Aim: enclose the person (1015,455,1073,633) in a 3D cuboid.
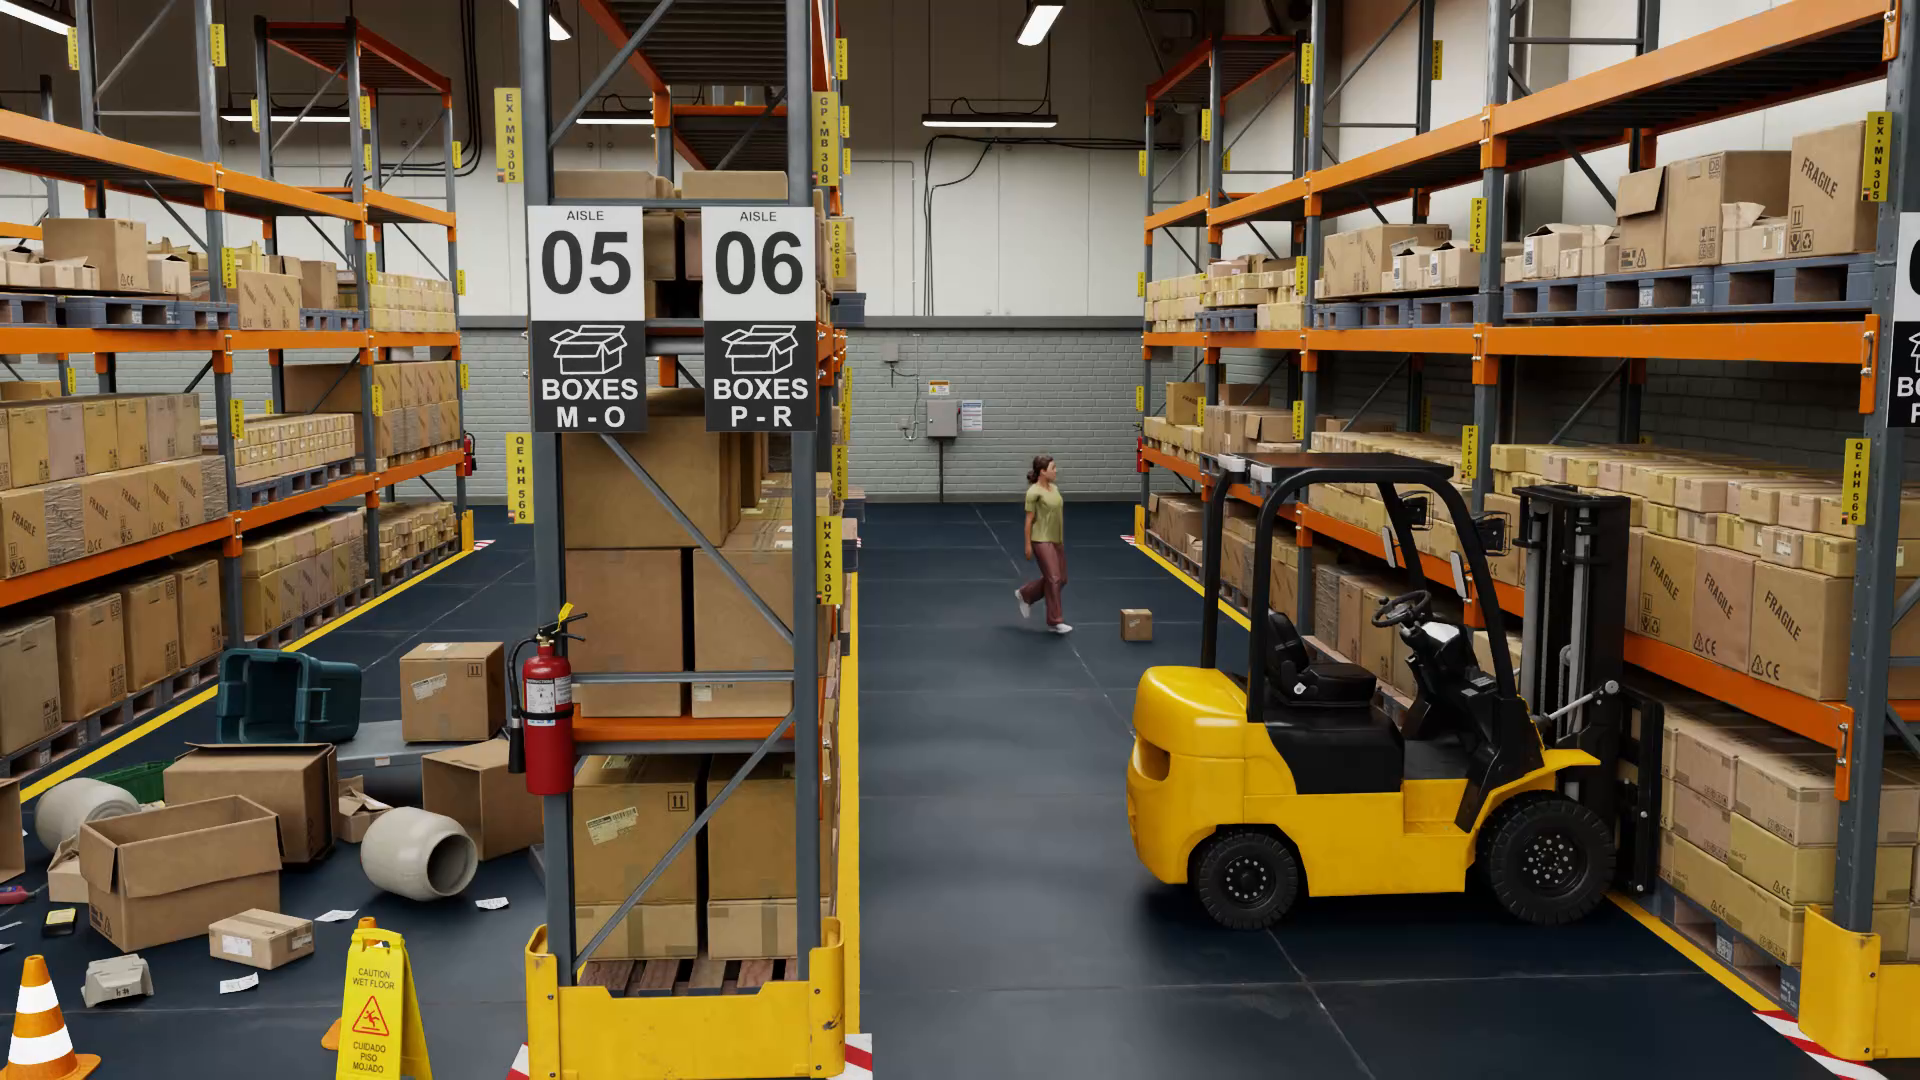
[{"bbox_3d":[0.779,0.022,15.542,0.779,1.642,0.471,6,9,41],"label":"person"}]
